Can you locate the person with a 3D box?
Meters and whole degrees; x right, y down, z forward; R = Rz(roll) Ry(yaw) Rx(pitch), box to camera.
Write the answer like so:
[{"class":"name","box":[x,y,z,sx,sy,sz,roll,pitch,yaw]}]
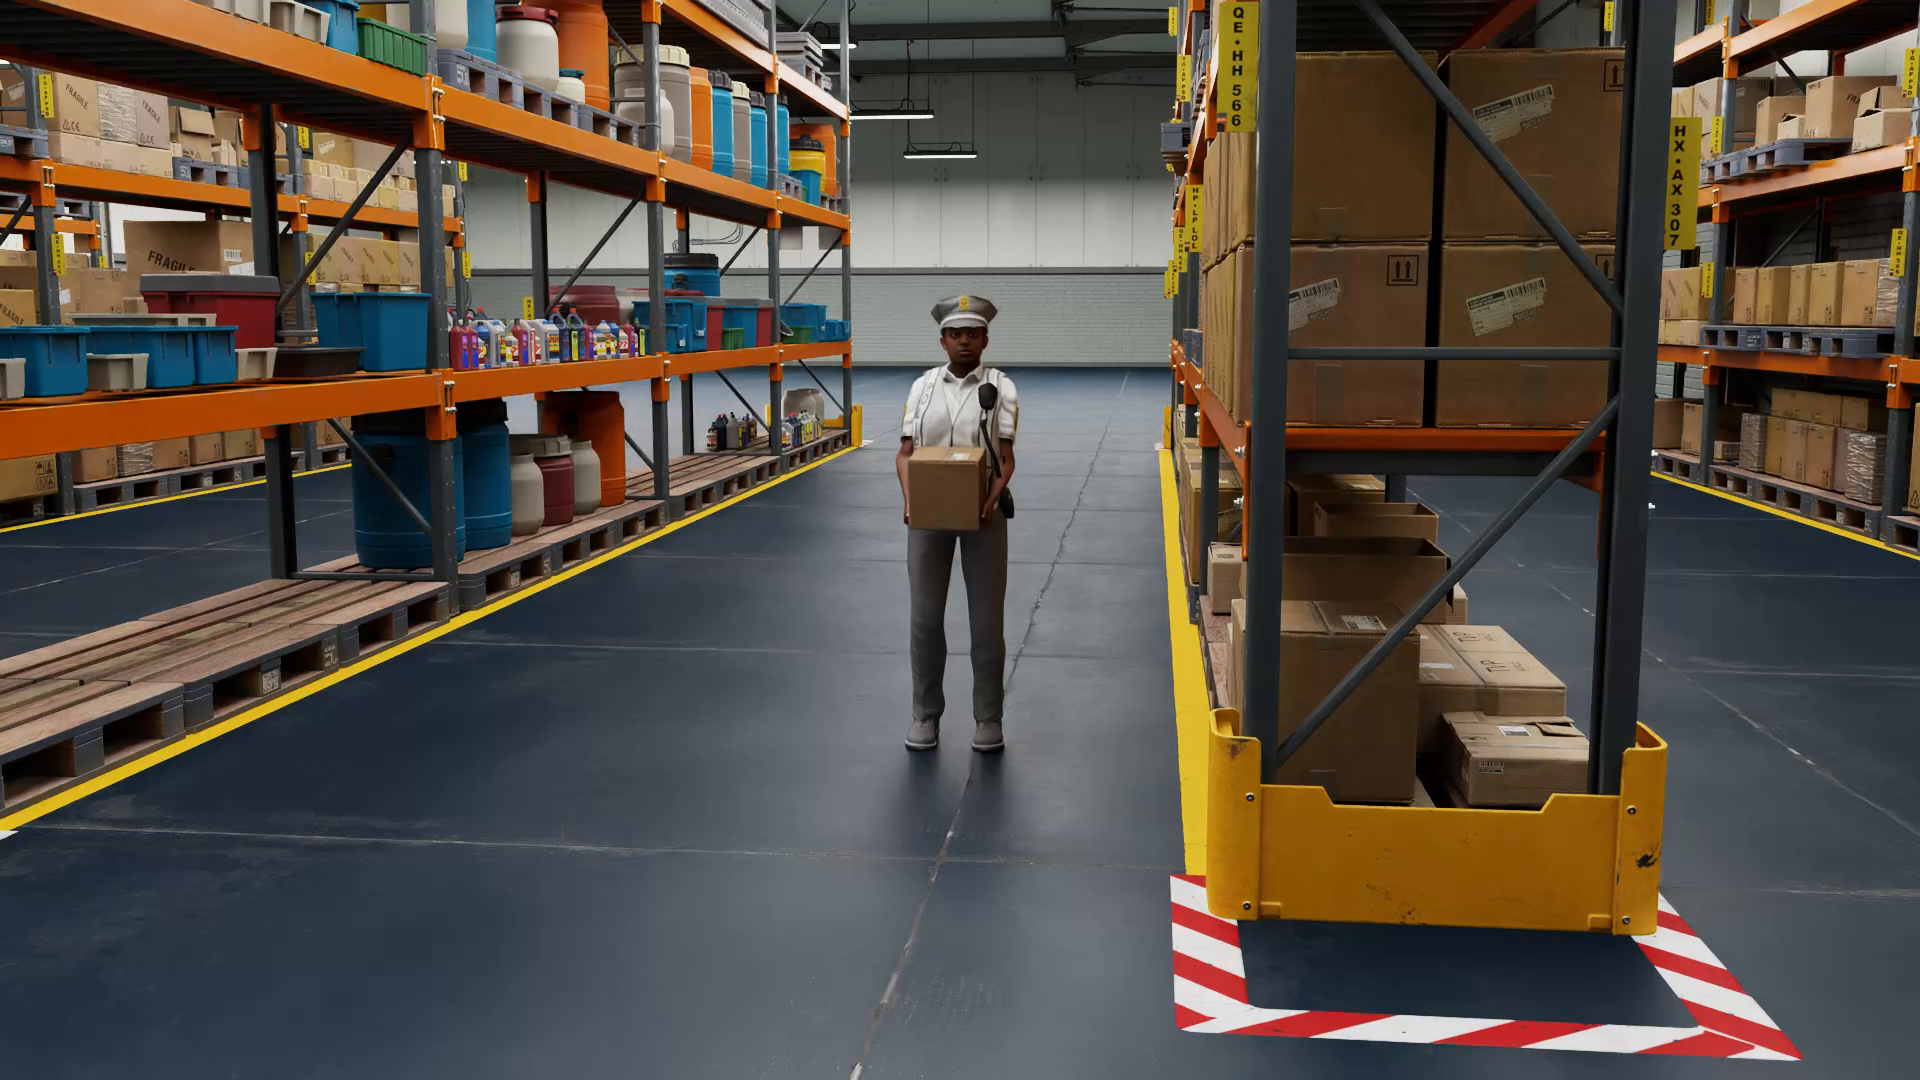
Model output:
[{"class":"person","box":[-0.019,-0.058,6.145,0.451,1.688,0.531,1,8,7]}]
